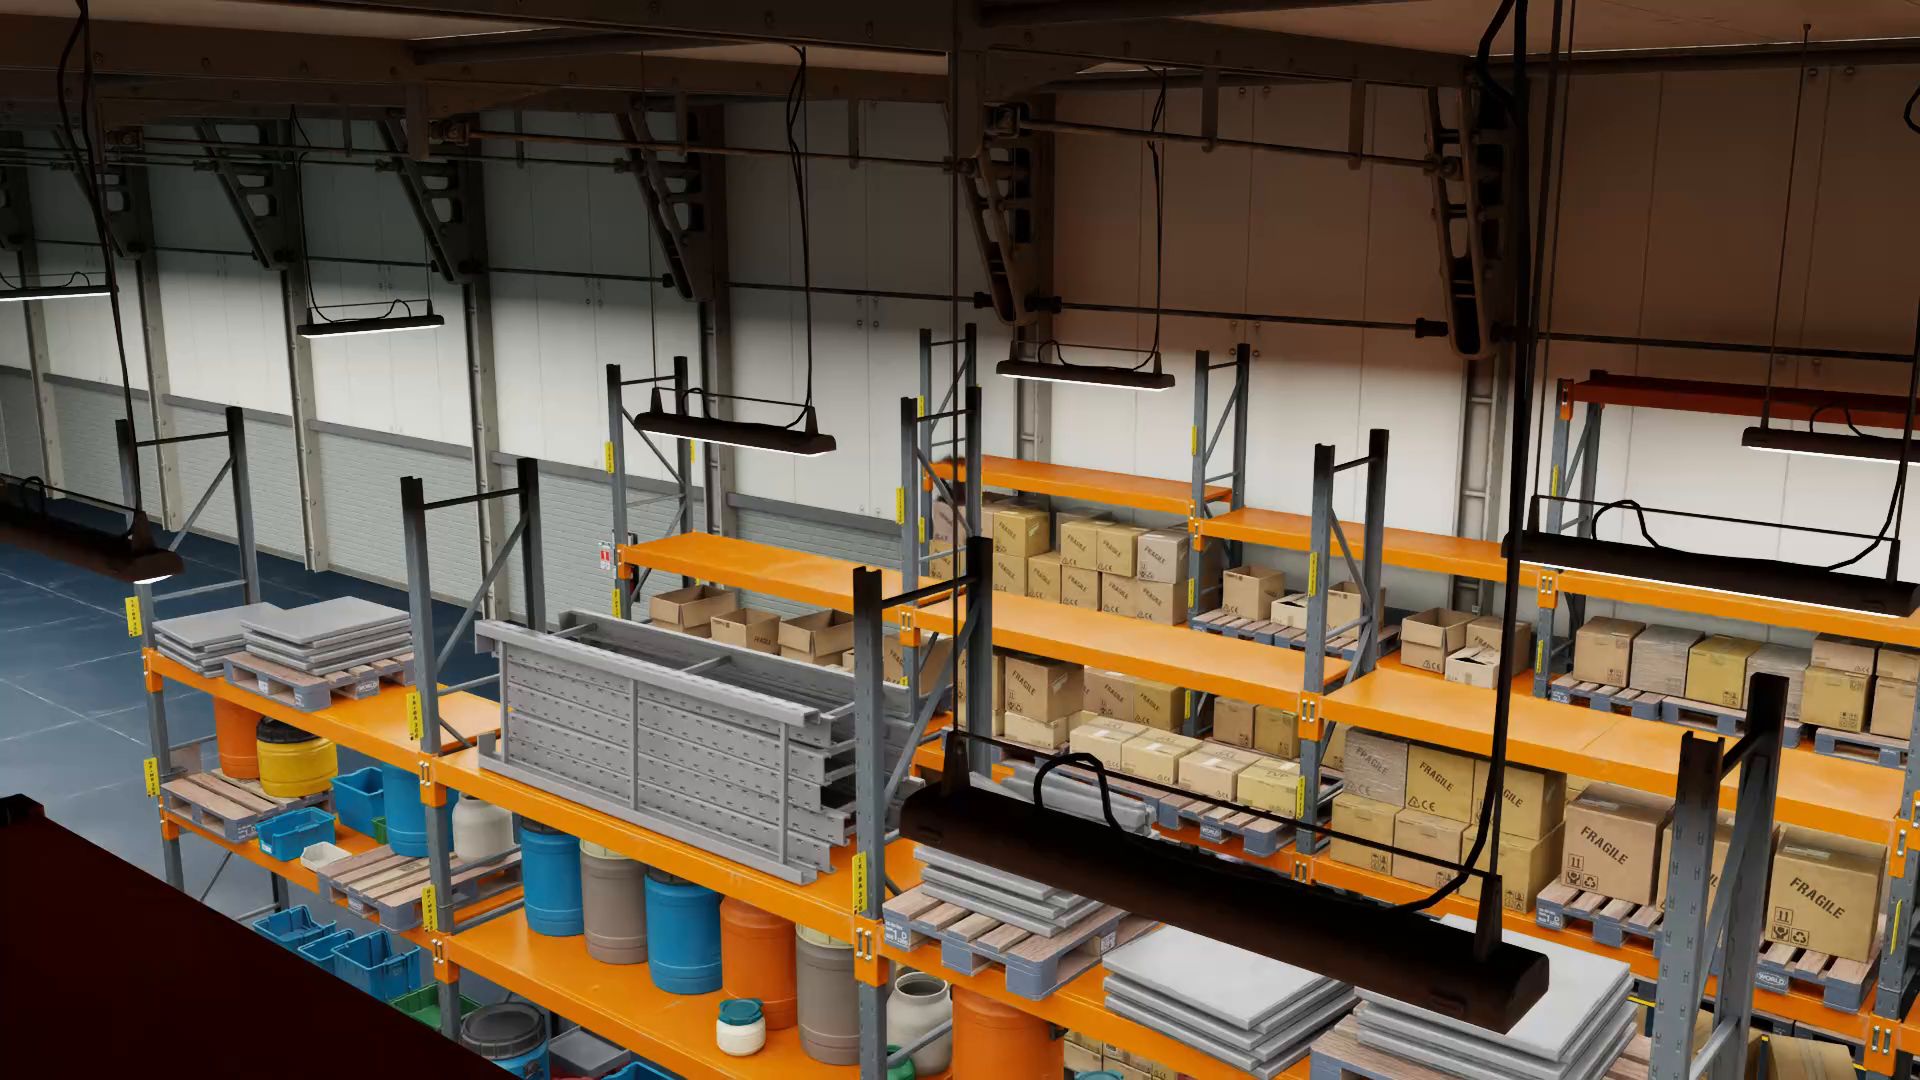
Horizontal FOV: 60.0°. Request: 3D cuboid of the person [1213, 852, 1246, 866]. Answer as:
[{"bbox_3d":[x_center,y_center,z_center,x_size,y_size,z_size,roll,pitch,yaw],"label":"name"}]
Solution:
[{"bbox_3d":[2.712,3.673,16.777,0.940,1.413,0.538,7,14,29],"label":"person"}]
